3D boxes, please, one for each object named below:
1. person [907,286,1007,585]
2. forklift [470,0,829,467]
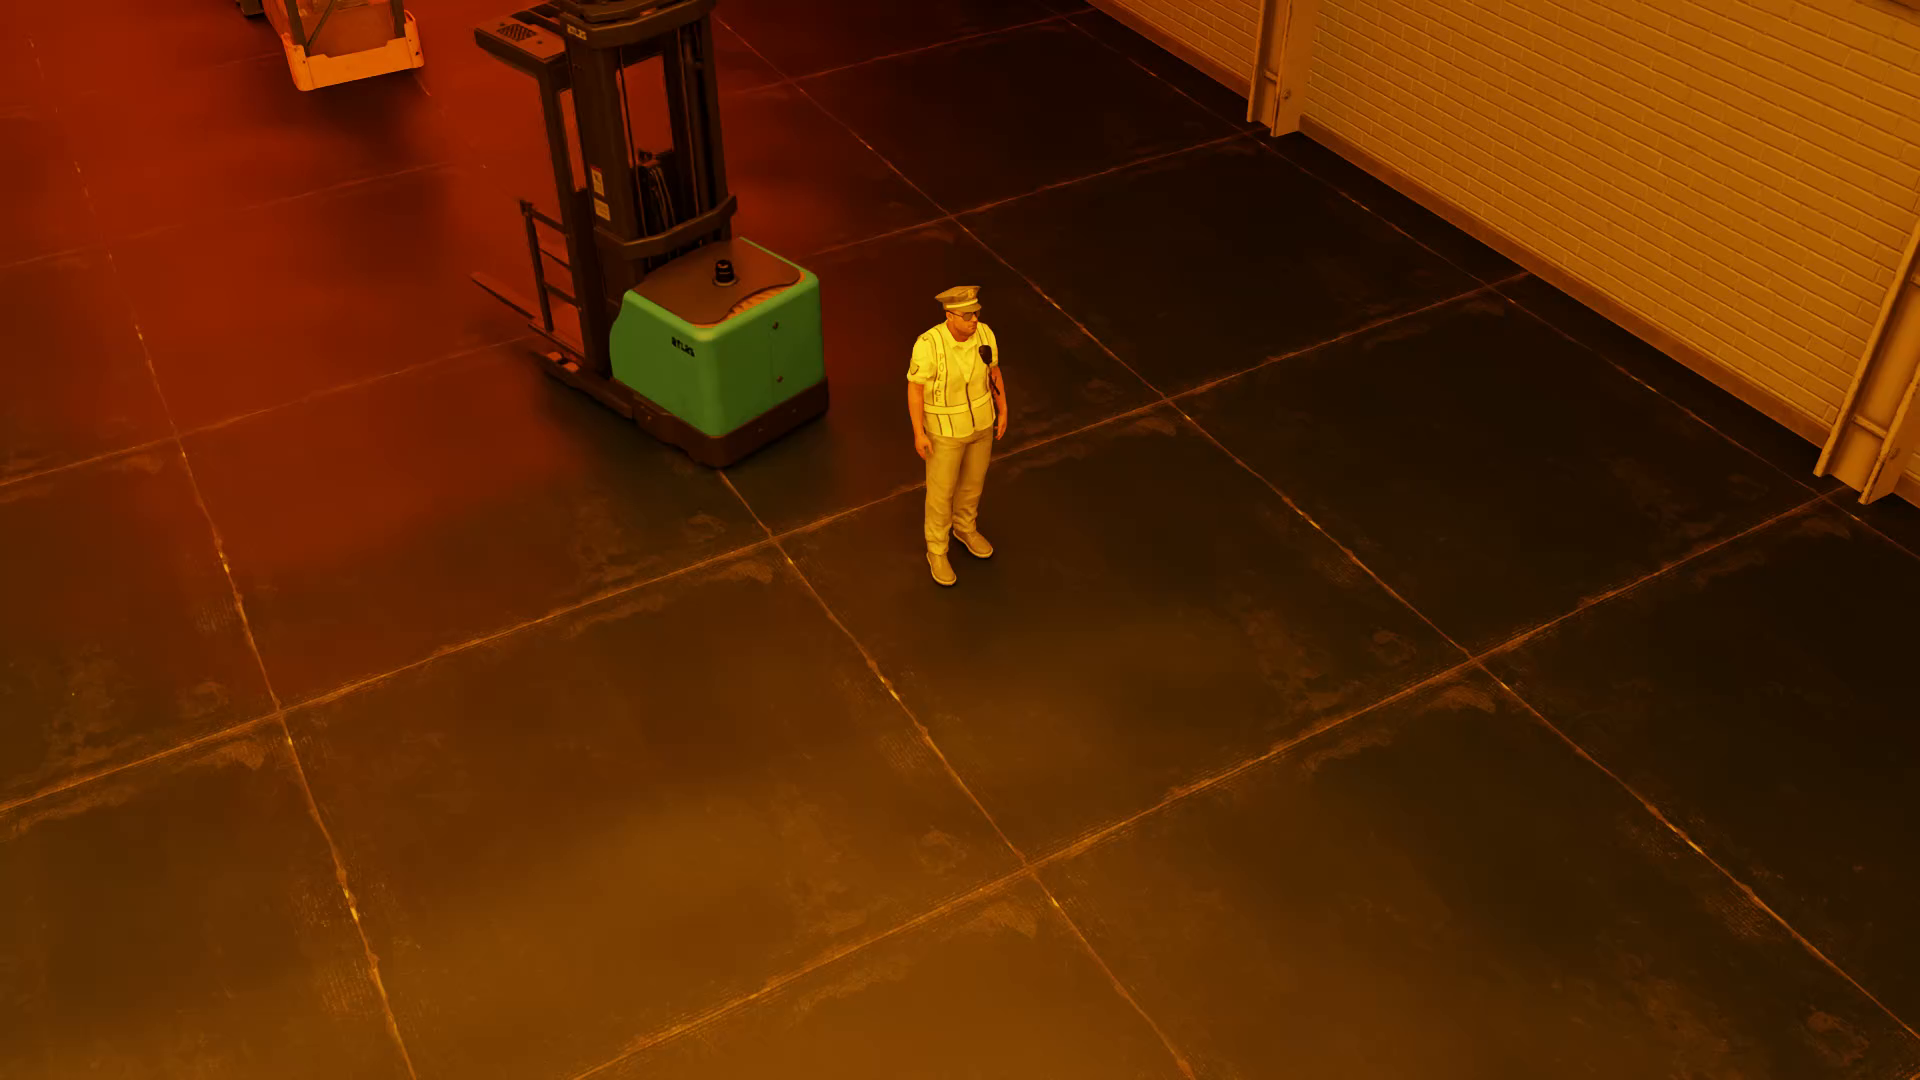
[{"bbox_3d":[0.030,-0.645,9.701,0.641,1.781,0.574,-20,44,-23],"label":"person"},{"bbox_3d":[-2.311,-2.420,10.954,3.031,2.935,1.130,31,49,32],"label":"forklift"}]
